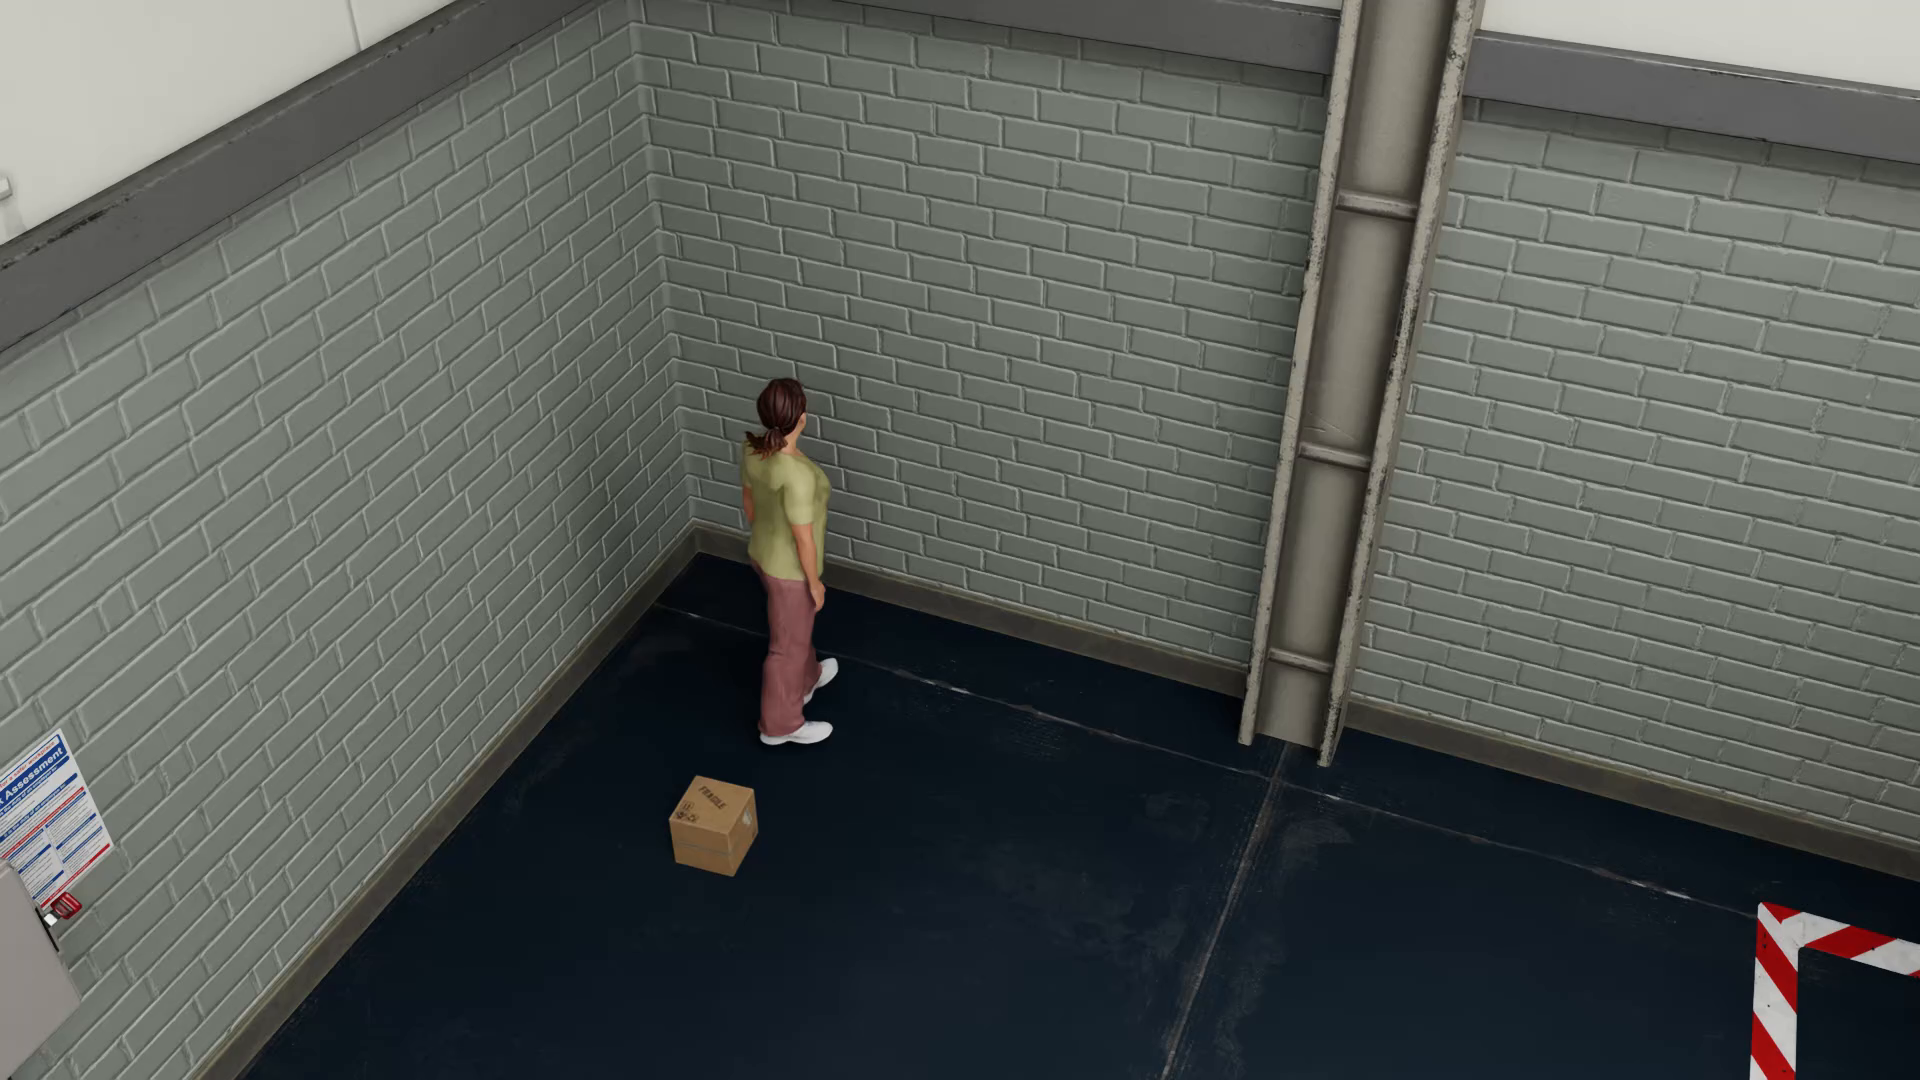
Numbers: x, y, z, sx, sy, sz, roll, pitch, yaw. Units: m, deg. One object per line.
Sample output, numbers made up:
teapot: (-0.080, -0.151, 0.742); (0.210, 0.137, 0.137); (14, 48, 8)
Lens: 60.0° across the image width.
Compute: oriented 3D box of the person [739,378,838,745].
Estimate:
person: (-0.664, 0.090, 6.683); (0.512, 1.671, 0.461); (-21, 42, -25)
